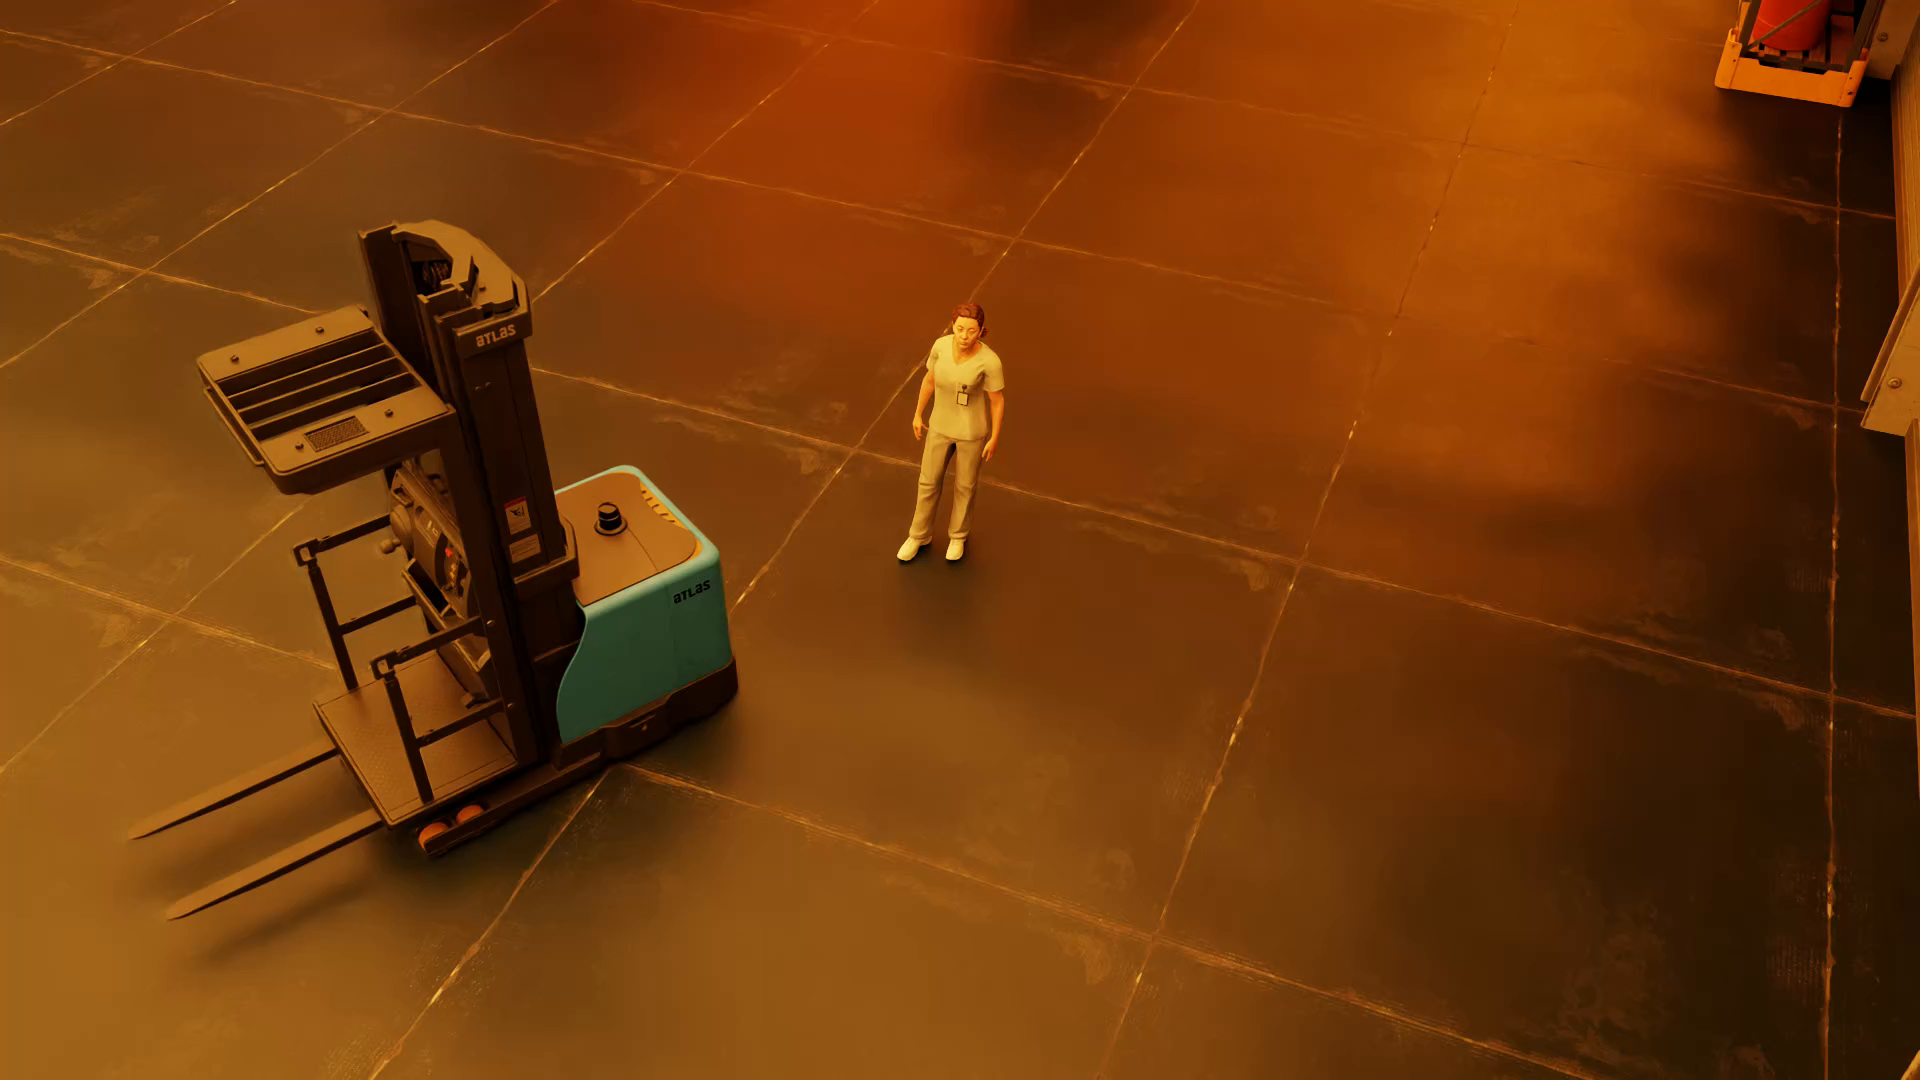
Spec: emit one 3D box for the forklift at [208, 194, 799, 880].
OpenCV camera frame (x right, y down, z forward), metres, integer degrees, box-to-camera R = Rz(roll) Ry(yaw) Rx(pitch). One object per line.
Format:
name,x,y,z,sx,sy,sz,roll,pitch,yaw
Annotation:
forklift,-2.390,-0.075,8.096,3.031,2.935,1.130,-26,46,-27

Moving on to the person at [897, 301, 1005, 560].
person,-0.041,-0.608,9.699,0.549,1.674,0.548,15,42,17
